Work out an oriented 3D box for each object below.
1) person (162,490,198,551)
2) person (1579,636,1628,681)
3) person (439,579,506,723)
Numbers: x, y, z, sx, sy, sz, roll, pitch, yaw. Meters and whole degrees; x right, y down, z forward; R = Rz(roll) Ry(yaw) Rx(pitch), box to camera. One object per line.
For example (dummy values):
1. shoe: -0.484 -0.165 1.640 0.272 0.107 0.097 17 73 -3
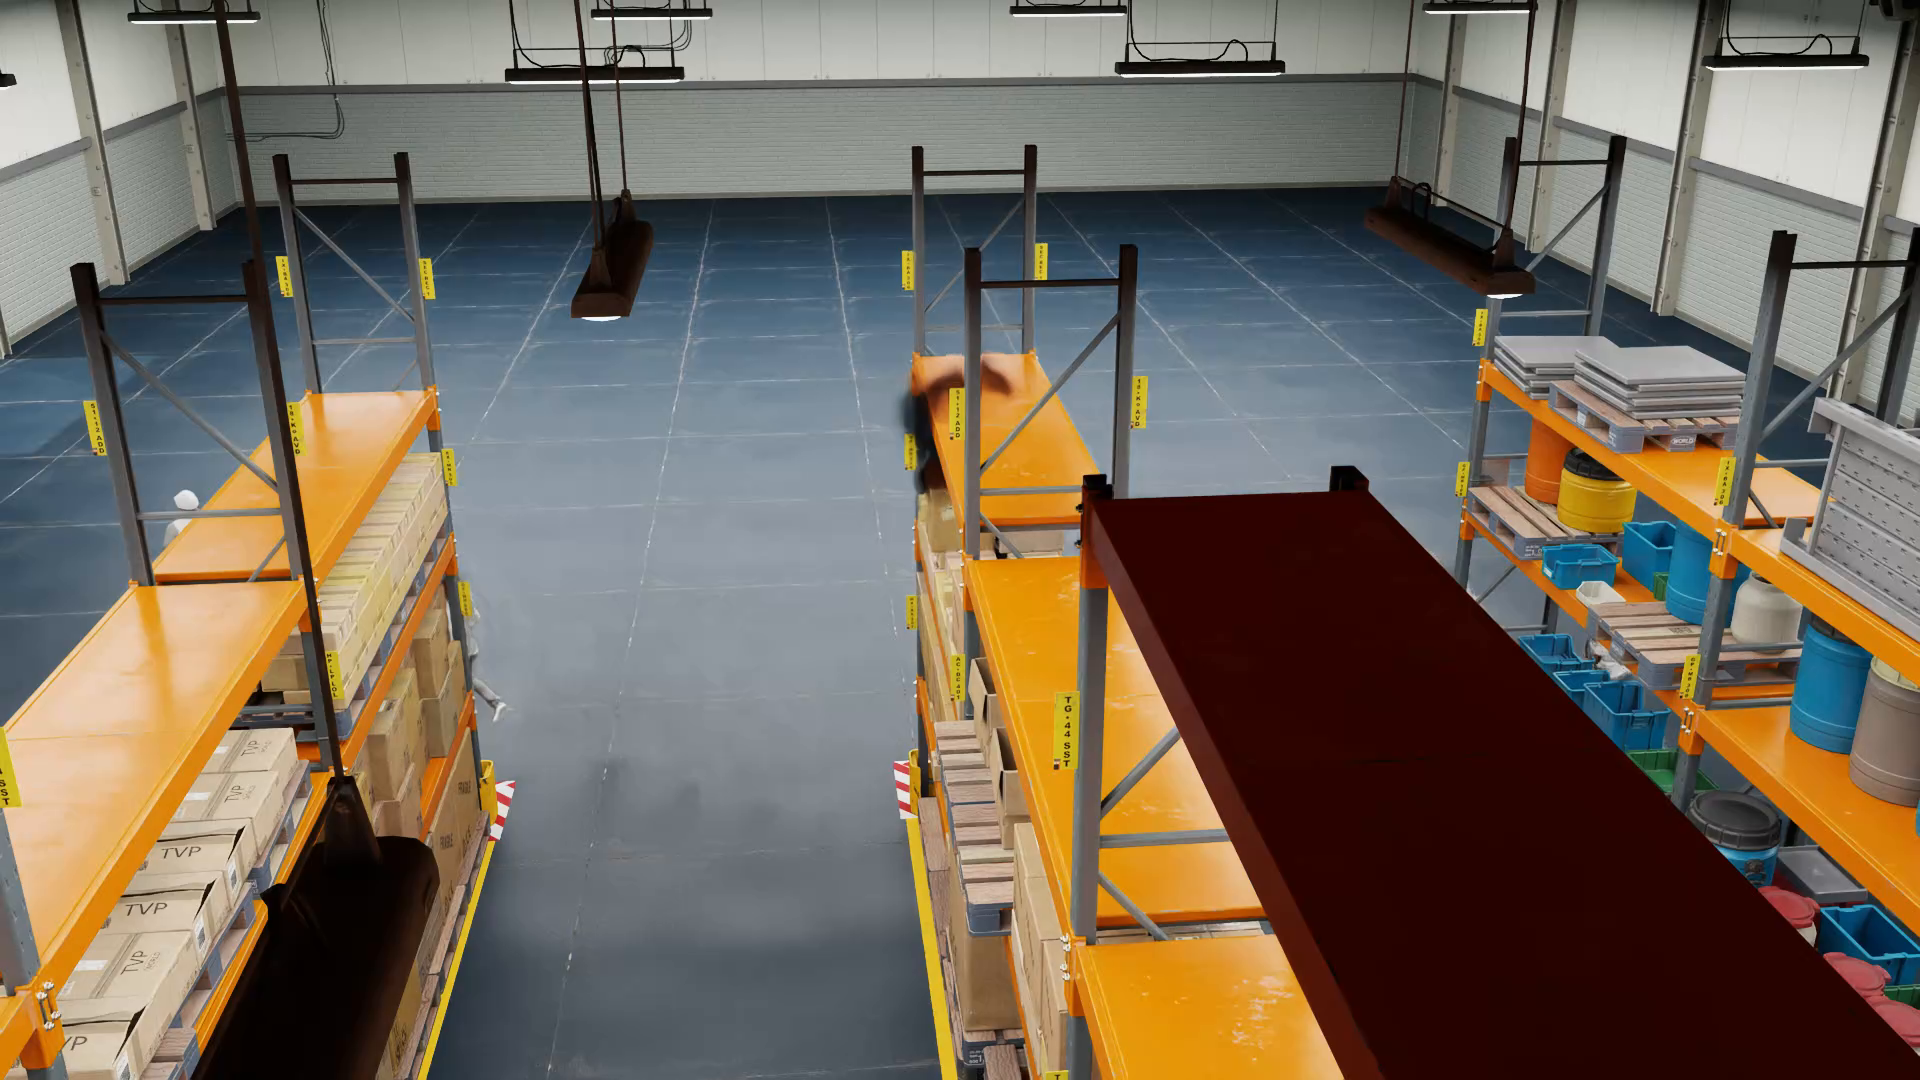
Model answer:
1. person: -8.521 0.262 18.579 0.667 1.750 0.916 -19 28 -40
2. person: 6.319 1.302 16.142 0.617 1.679 0.707 -16 27 -36
3. person: -4.877 1.130 16.356 0.805 1.562 0.568 8 23 20
